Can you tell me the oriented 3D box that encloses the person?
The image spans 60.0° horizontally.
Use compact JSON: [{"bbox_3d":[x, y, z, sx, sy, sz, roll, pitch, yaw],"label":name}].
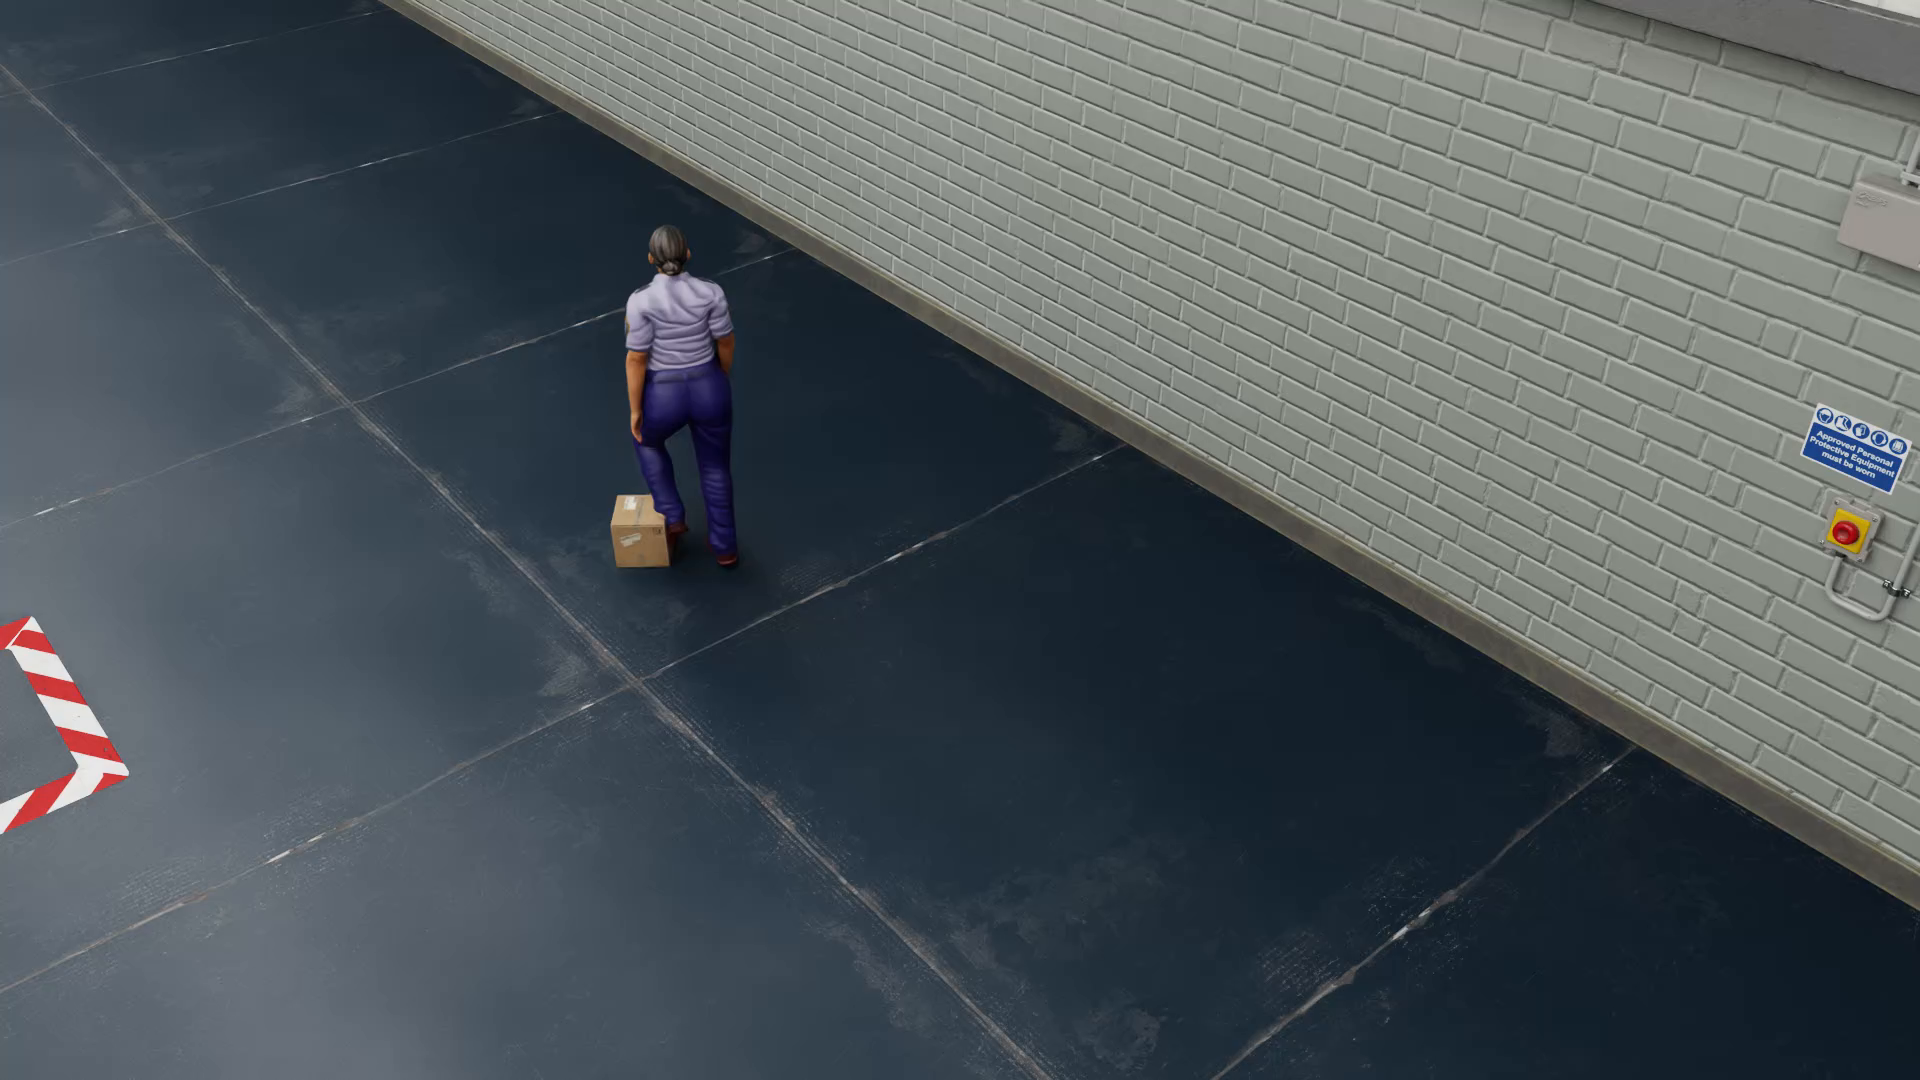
[{"bbox_3d":[-1.250,-0.629,7.529,0.519,1.684,0.520,-11,38,-15],"label":"person"}]
